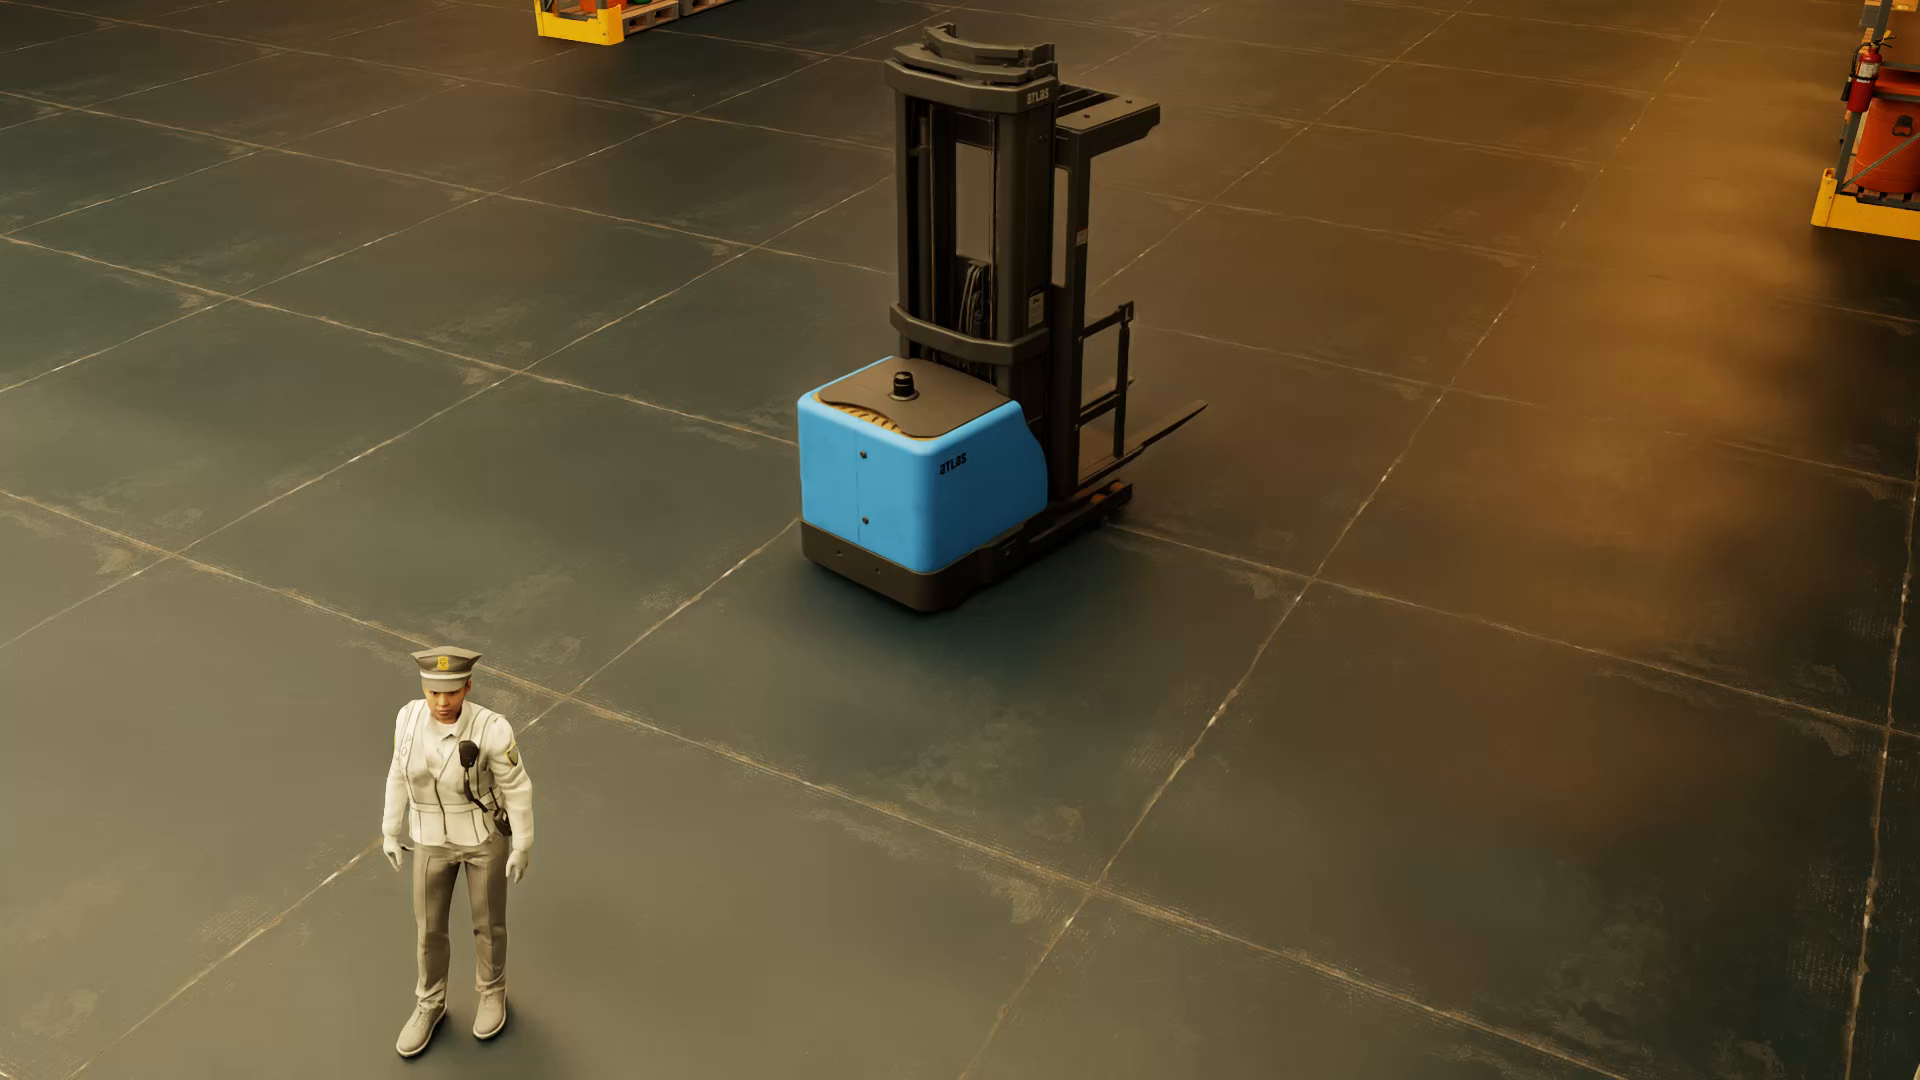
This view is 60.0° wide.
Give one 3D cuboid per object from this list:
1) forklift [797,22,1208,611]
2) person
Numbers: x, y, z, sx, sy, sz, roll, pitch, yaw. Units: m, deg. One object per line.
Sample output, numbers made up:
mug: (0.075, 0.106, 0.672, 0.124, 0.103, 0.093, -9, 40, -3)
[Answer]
forklift: (0.419, -1.534, 9.728, 1.130, 2.935, 3.031, 23, 37, 35)
person: (-1.906, 1.165, 6.274, 0.586, 1.695, 0.532, 2, 30, 3)
